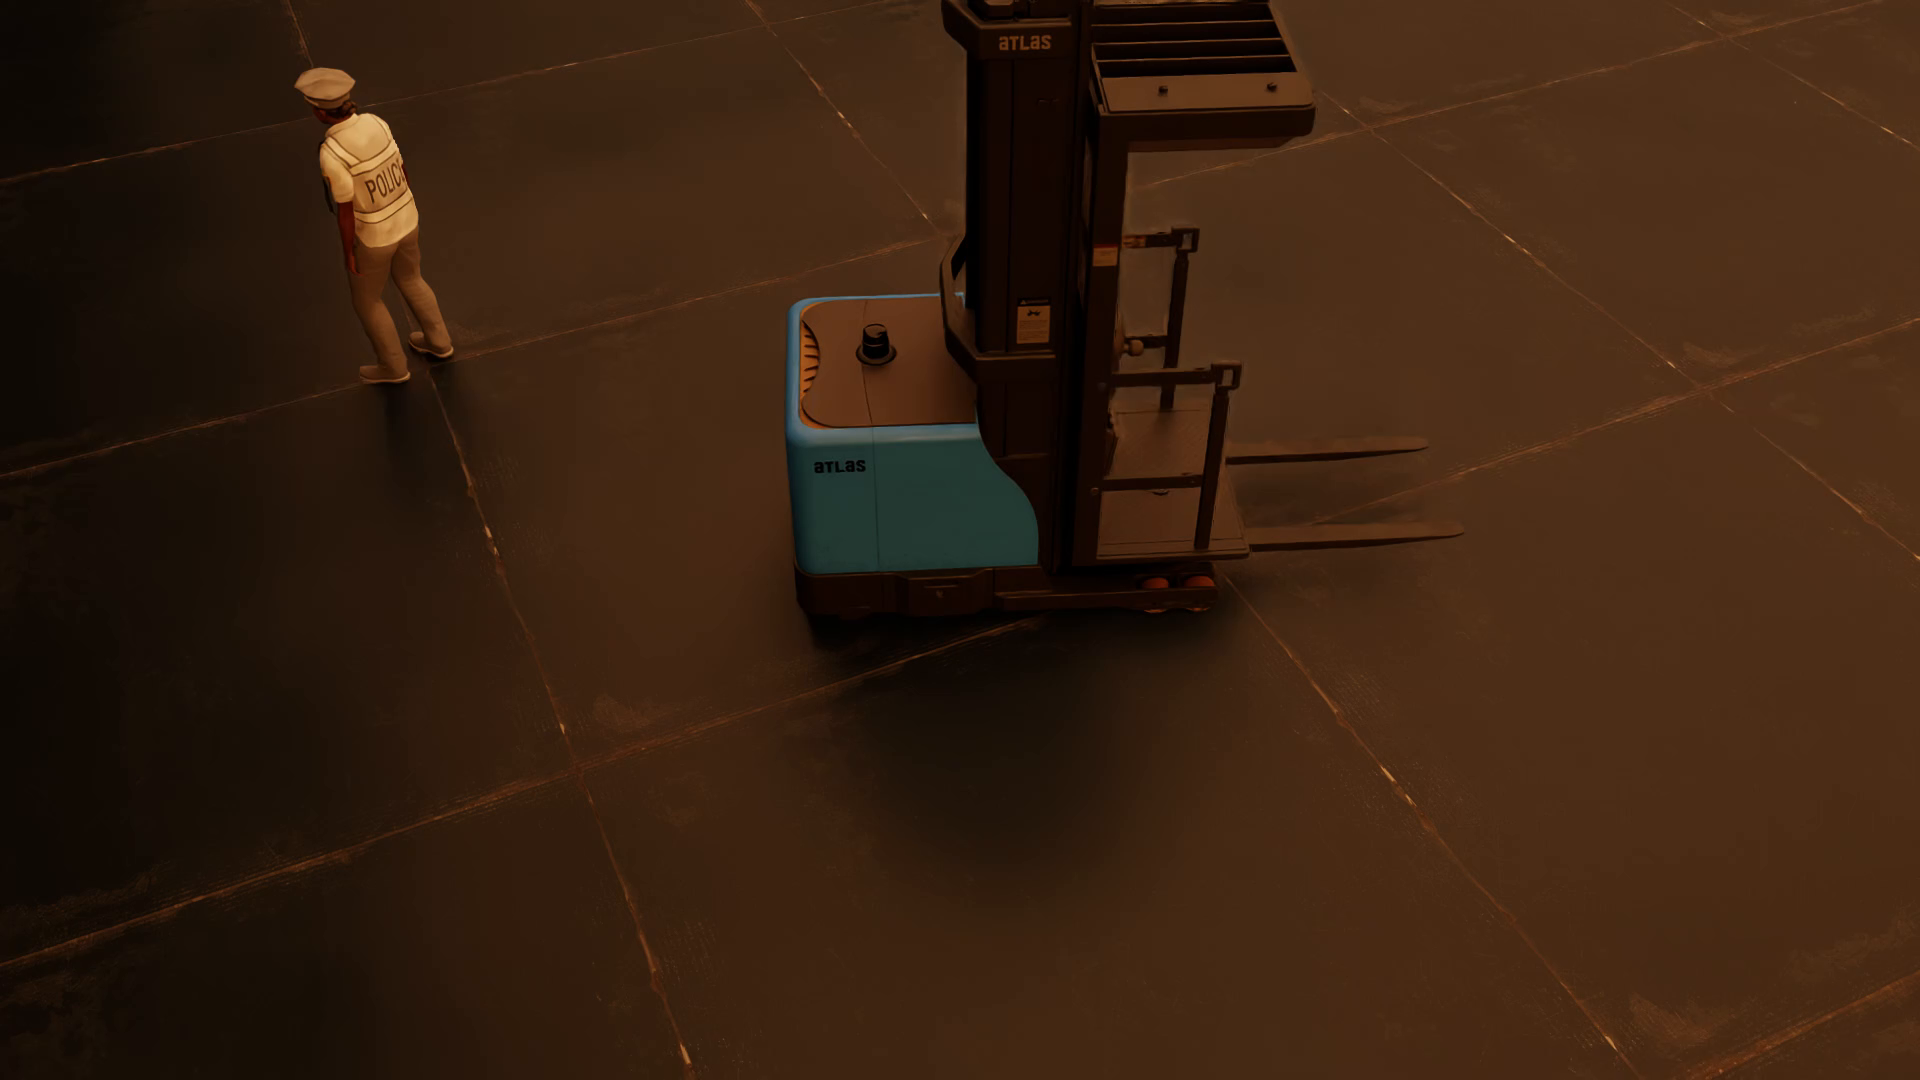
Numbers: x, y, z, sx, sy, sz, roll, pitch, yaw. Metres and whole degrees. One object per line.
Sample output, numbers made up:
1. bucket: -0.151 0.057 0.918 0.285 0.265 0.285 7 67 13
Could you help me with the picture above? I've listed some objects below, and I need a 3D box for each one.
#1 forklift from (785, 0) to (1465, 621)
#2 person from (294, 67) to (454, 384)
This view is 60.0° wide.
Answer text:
1. forklift: 0.759 -1.103 6.862 3.031 2.935 1.130 -2 43 -3
2. person: -2.906 -1.535 8.268 0.405 1.669 0.505 19 46 19
